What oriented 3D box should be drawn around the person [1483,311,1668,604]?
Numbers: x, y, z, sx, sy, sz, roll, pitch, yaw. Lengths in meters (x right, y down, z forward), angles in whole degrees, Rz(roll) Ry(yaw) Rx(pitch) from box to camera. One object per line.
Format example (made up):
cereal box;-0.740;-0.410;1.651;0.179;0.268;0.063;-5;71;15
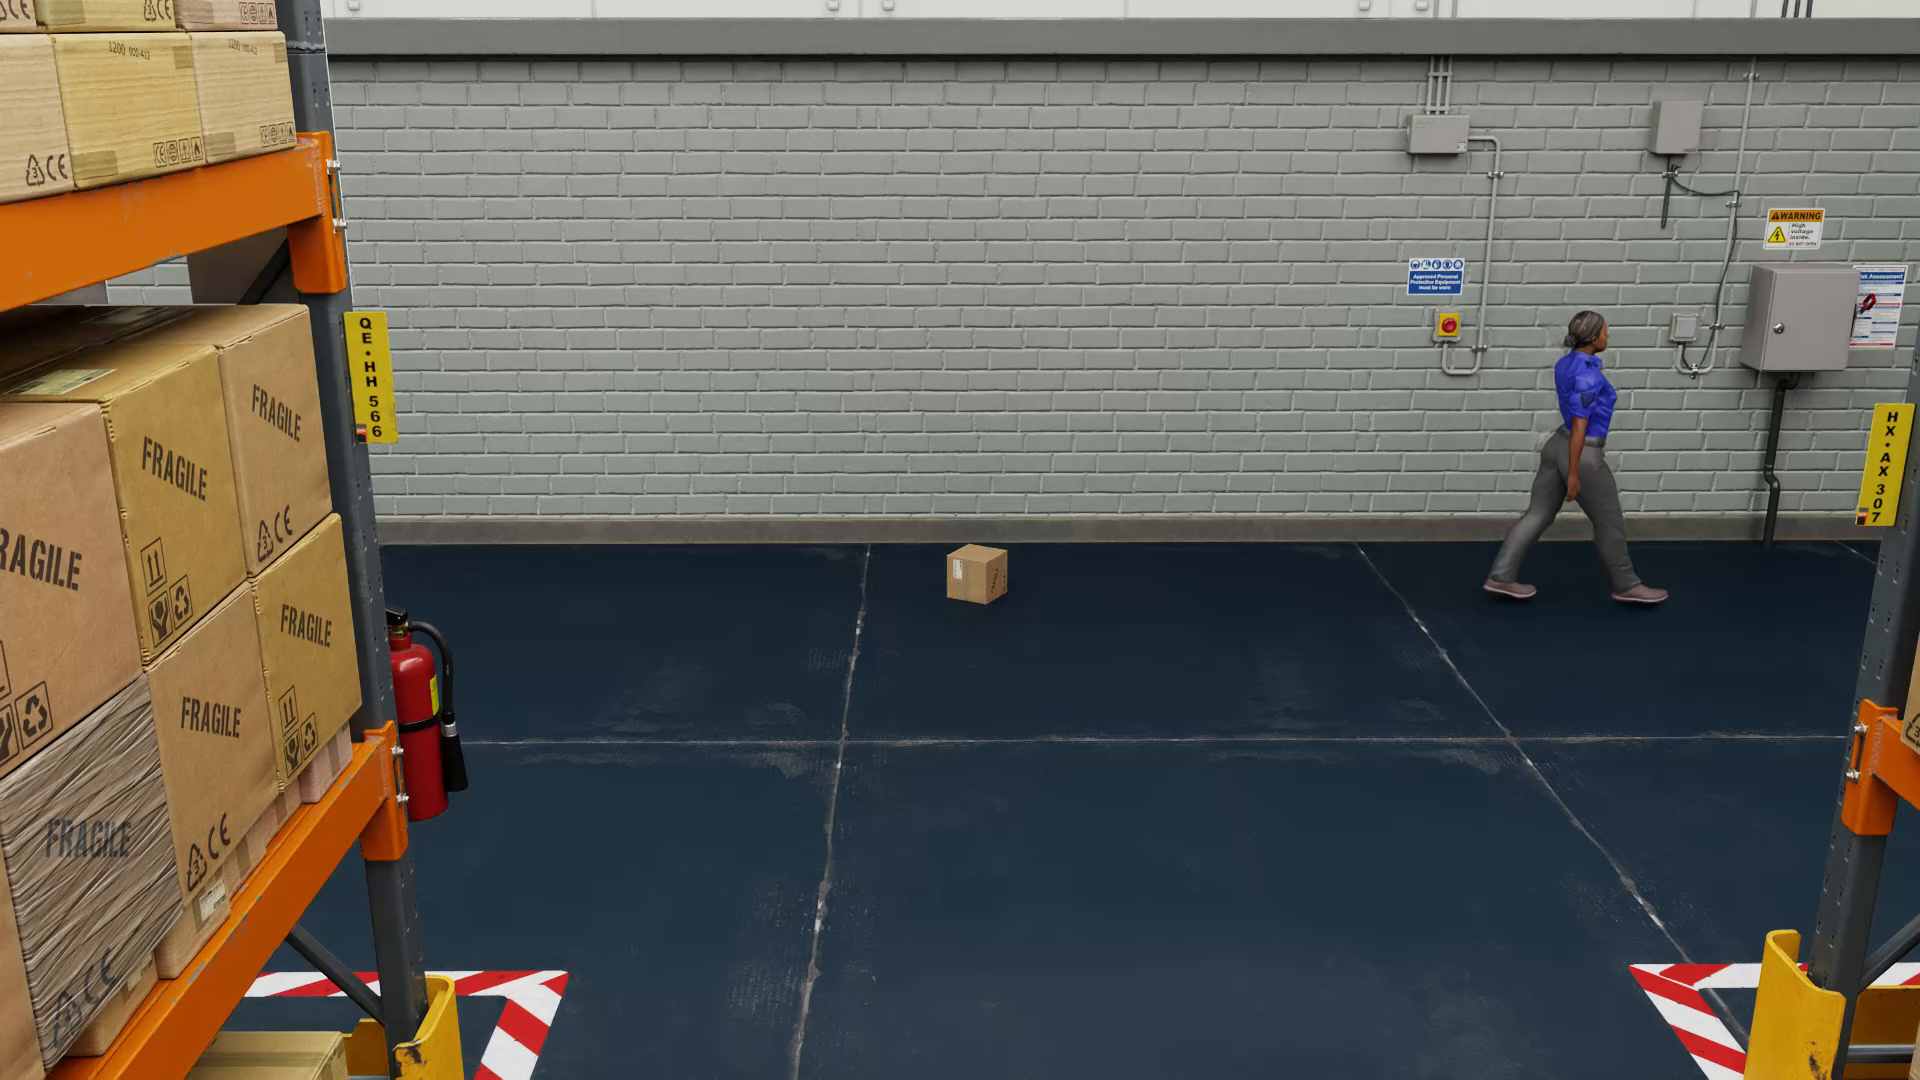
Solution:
person;3.384;-0.451;8.975;0.980;1.593;0.477;-2;17;-6
